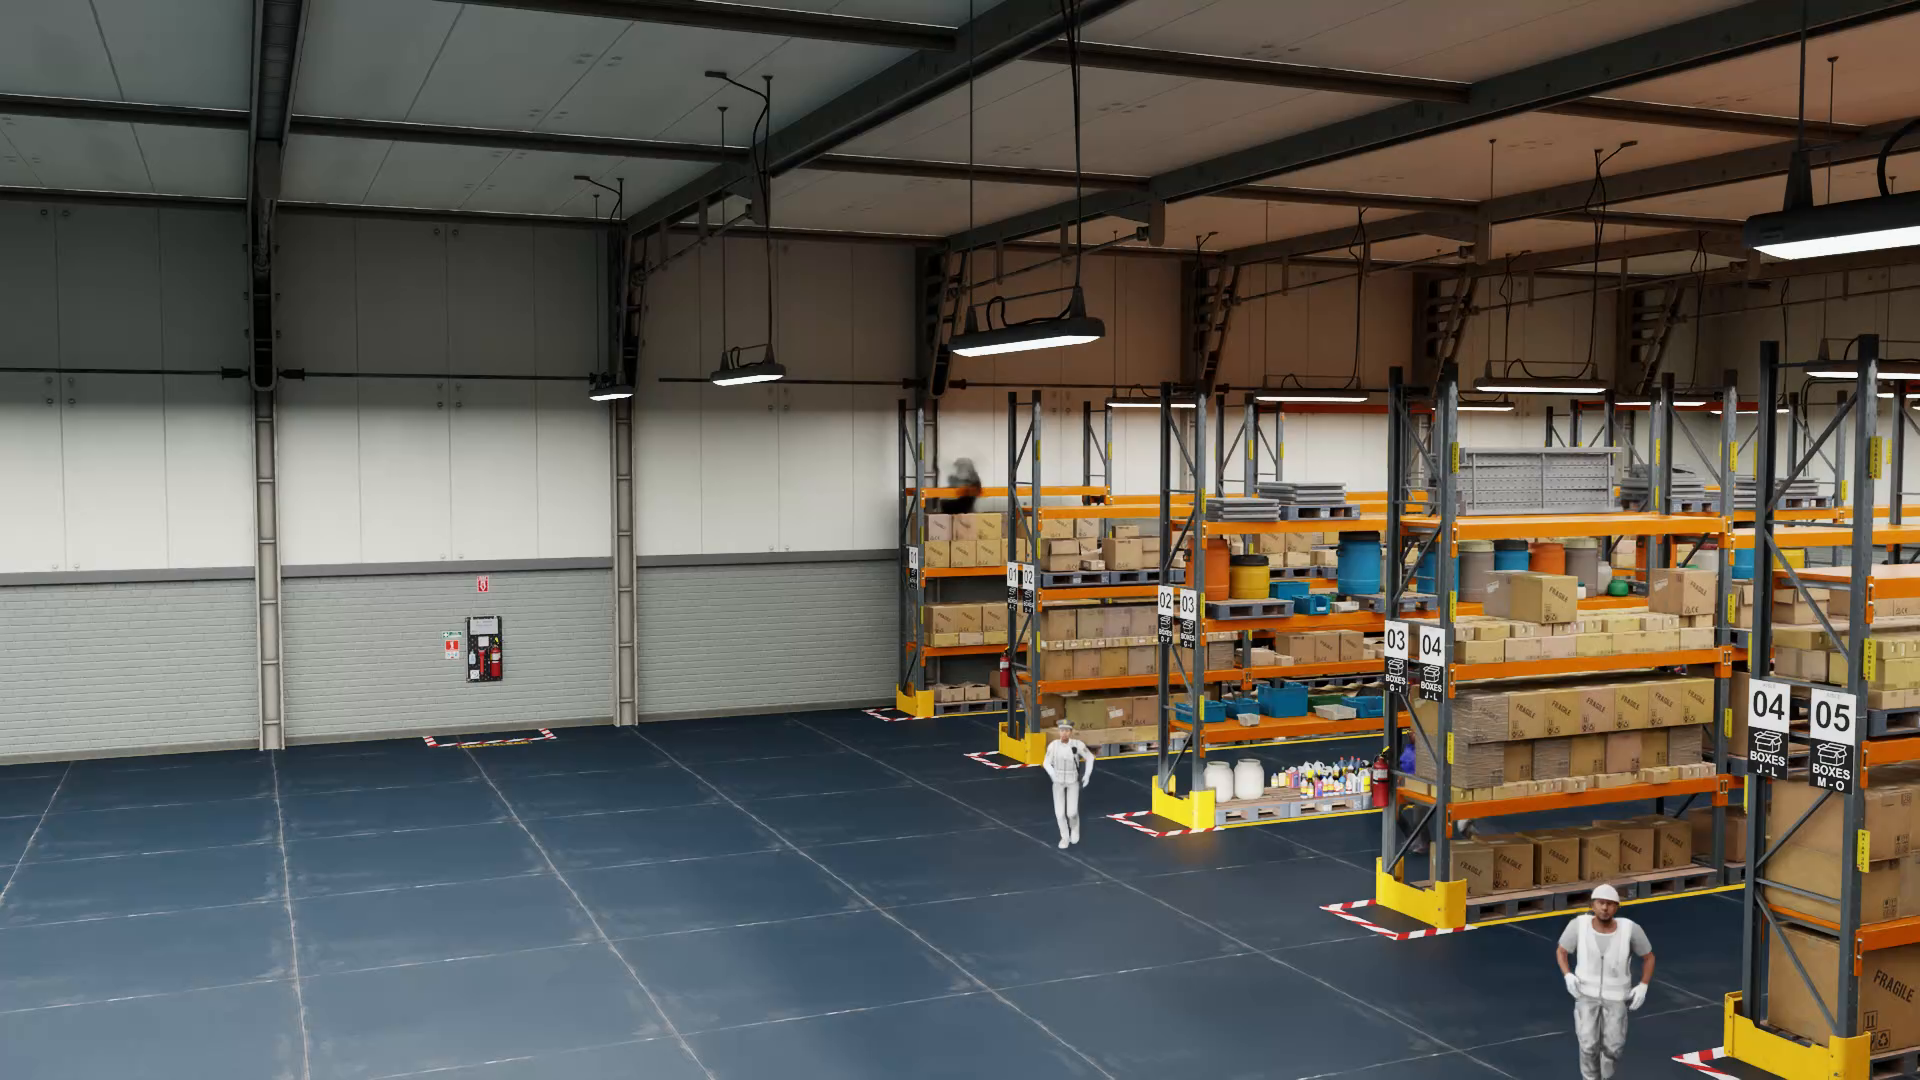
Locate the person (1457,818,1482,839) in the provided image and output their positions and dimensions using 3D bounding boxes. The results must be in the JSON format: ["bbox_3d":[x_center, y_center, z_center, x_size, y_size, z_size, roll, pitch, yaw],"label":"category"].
[{"bbox_3d":[6.177,3.108,20.102,0.626,1.725,0.684,-2,4,-26],"label":"person"}]

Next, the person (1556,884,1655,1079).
[{"bbox_3d":[5.041,3.540,13.013,0.723,1.742,0.645,1,4,22],"label":"person"}]

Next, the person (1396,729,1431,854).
[{"bbox_3d":[5.640,3.127,20.779,0.647,1.615,0.552,-2,4,-35],"label":"person"}]

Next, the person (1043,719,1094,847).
[{"bbox_3d":[1.365,3.097,21.136,0.635,1.651,0.553,1,3,10],"label":"person"}]
